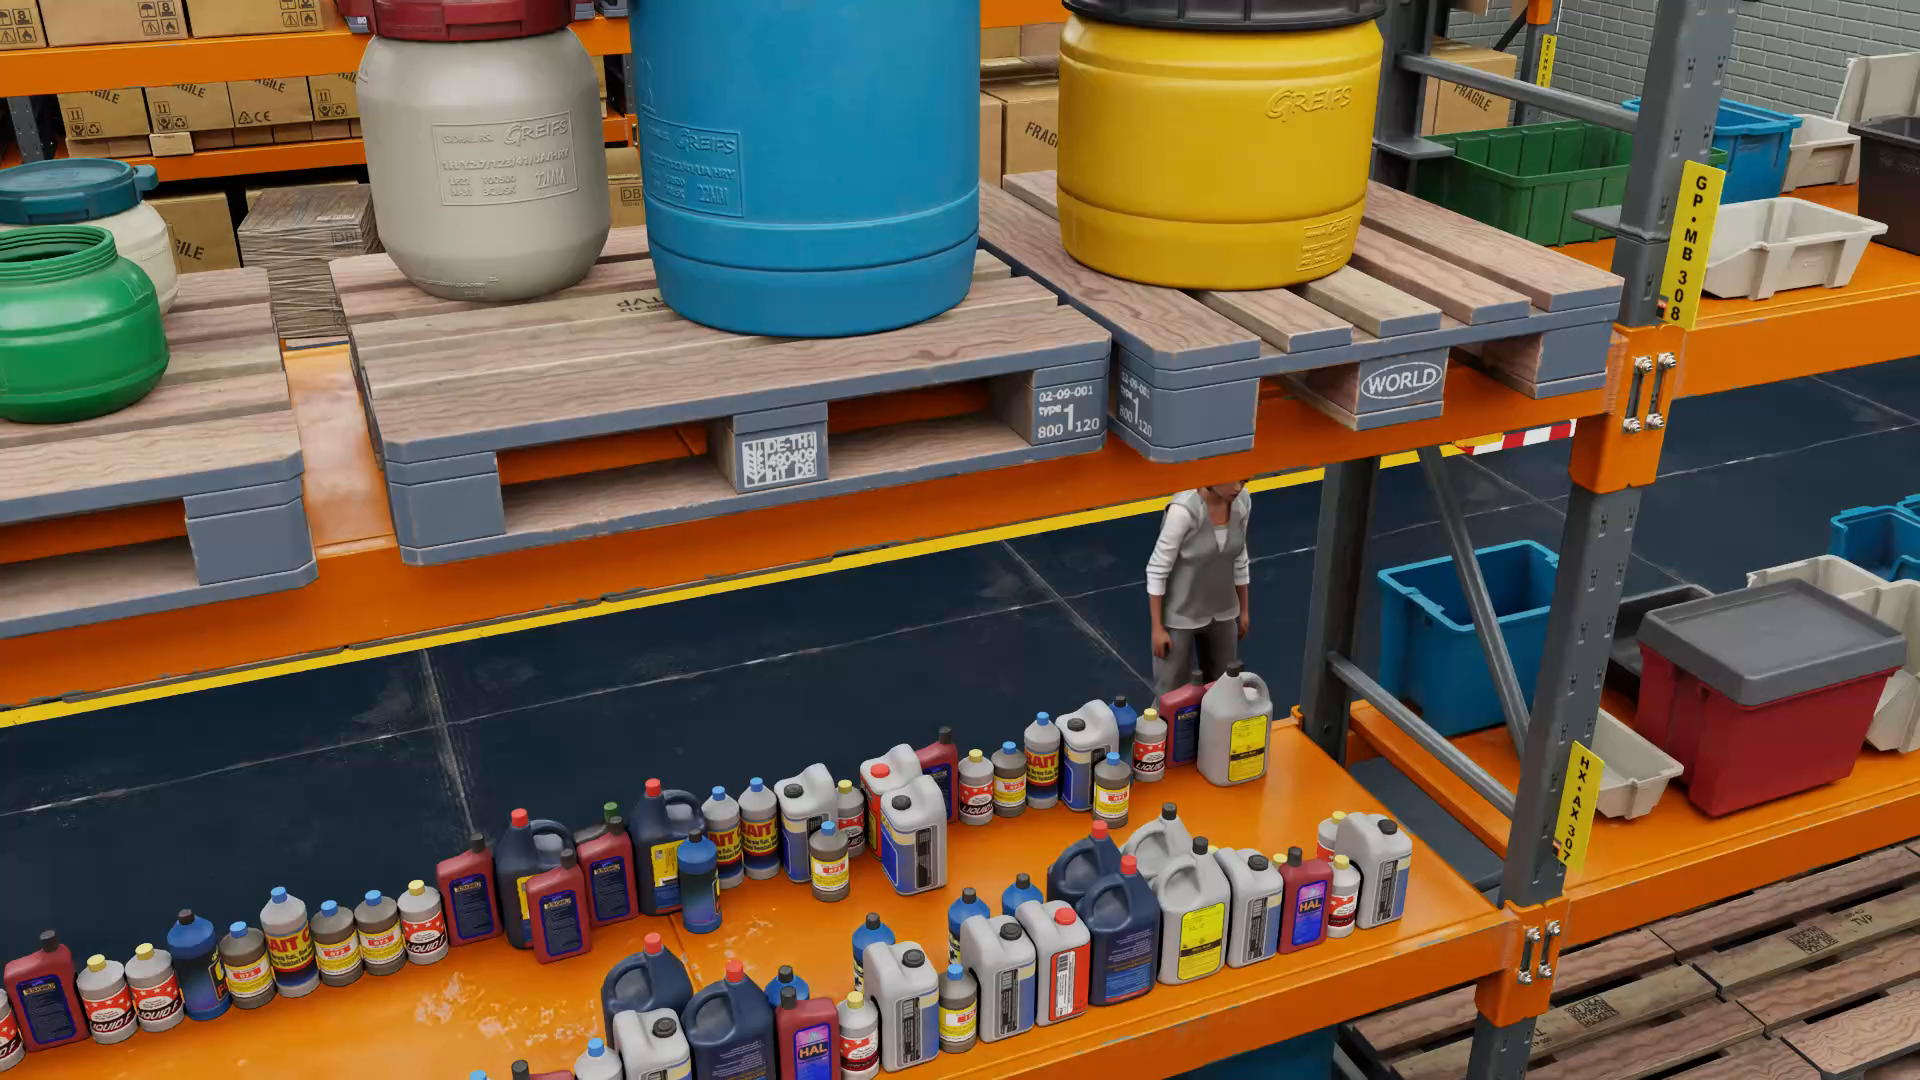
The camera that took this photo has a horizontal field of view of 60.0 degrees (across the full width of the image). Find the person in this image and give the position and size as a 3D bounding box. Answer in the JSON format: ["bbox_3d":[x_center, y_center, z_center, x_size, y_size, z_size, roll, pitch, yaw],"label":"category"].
[{"bbox_3d":[0.925,0.324,6.485,0.480,1.580,0.350,-12,29,-24],"label":"person"}]
